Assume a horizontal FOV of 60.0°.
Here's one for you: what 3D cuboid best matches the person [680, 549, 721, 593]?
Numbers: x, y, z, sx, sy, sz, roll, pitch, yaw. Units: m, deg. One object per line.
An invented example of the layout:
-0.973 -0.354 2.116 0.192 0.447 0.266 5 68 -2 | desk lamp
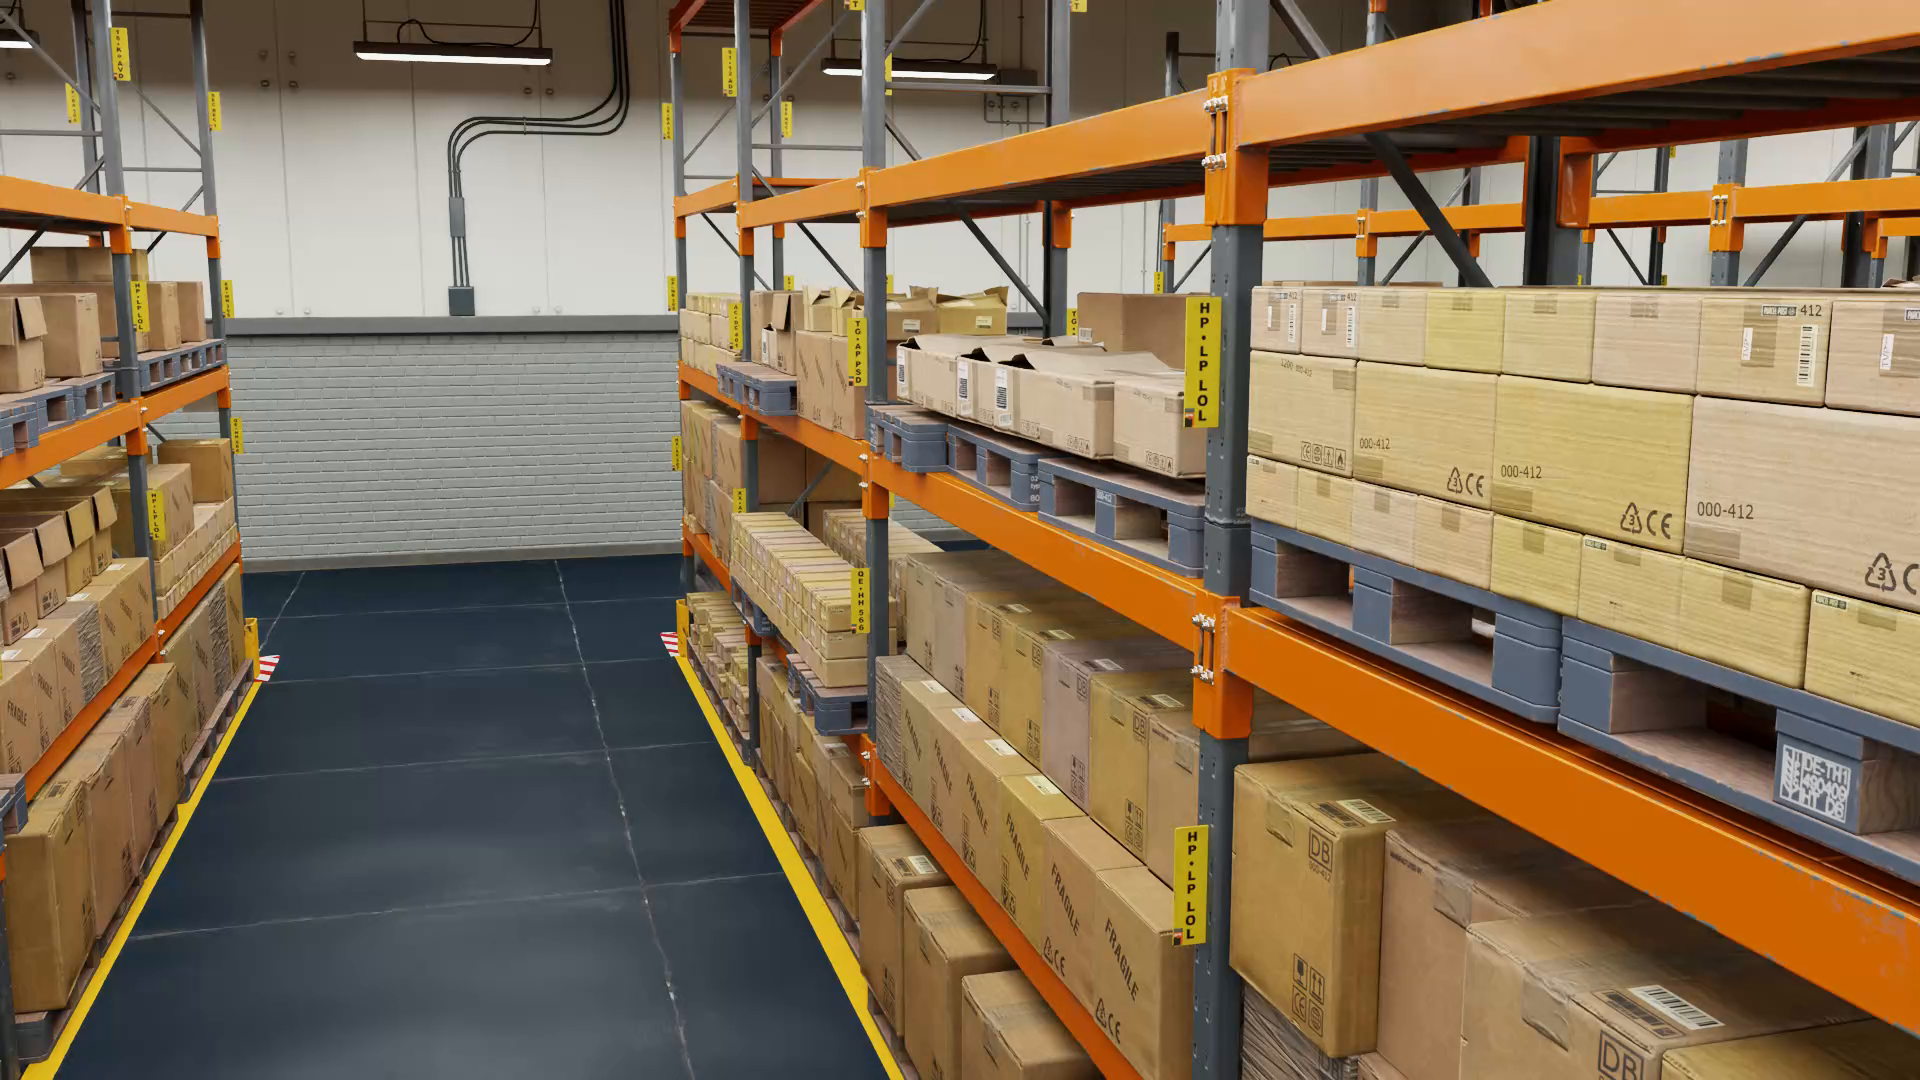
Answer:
-2.672 0.001 17.206 0.477 1.785 0.577 -2 9 -11 | person
